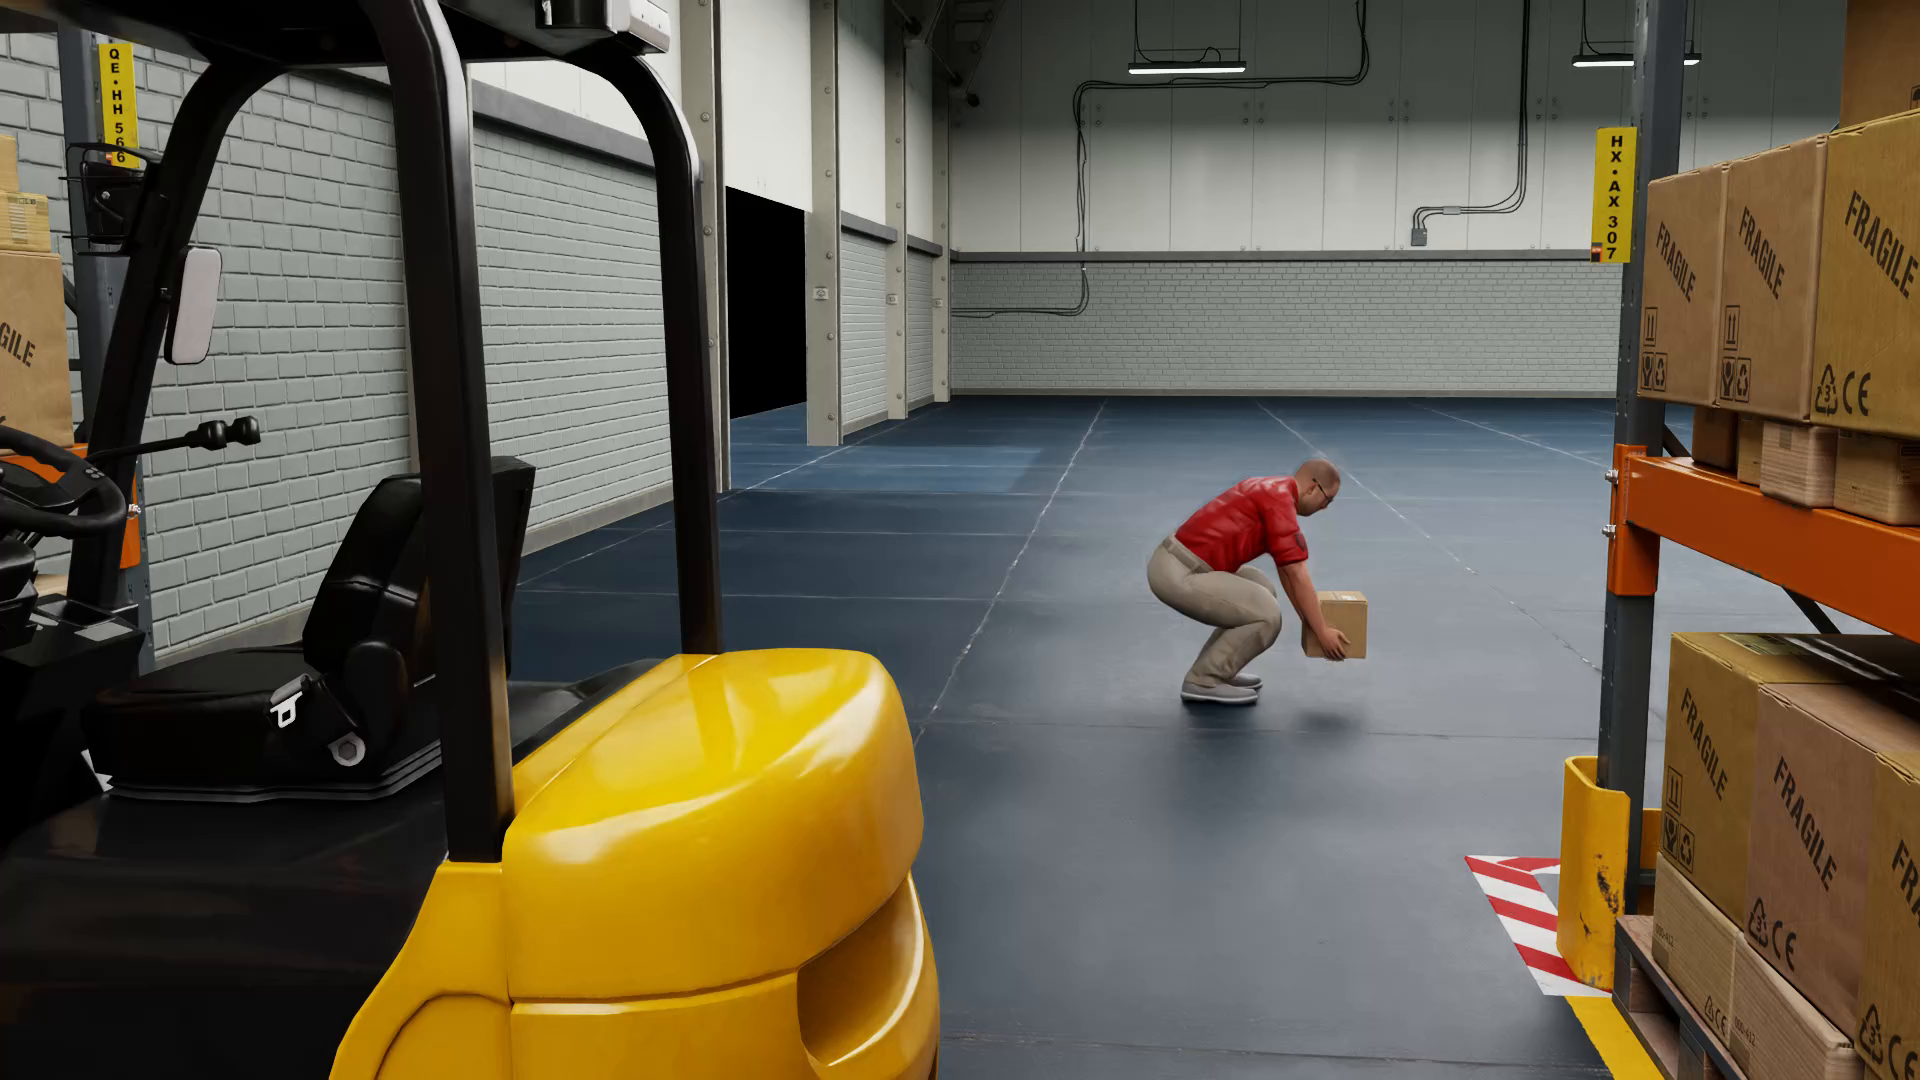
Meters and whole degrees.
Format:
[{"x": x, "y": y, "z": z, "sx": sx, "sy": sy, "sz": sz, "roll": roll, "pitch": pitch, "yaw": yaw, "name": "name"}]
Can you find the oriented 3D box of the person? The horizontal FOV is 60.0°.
[{"x": 1.266, "y": 0.192, "z": 7.250, "sx": 0.885, "sy": 0.990, "sz": 0.565, "roll": 1, "pitch": 8, "yaw": 6, "name": "person"}]
